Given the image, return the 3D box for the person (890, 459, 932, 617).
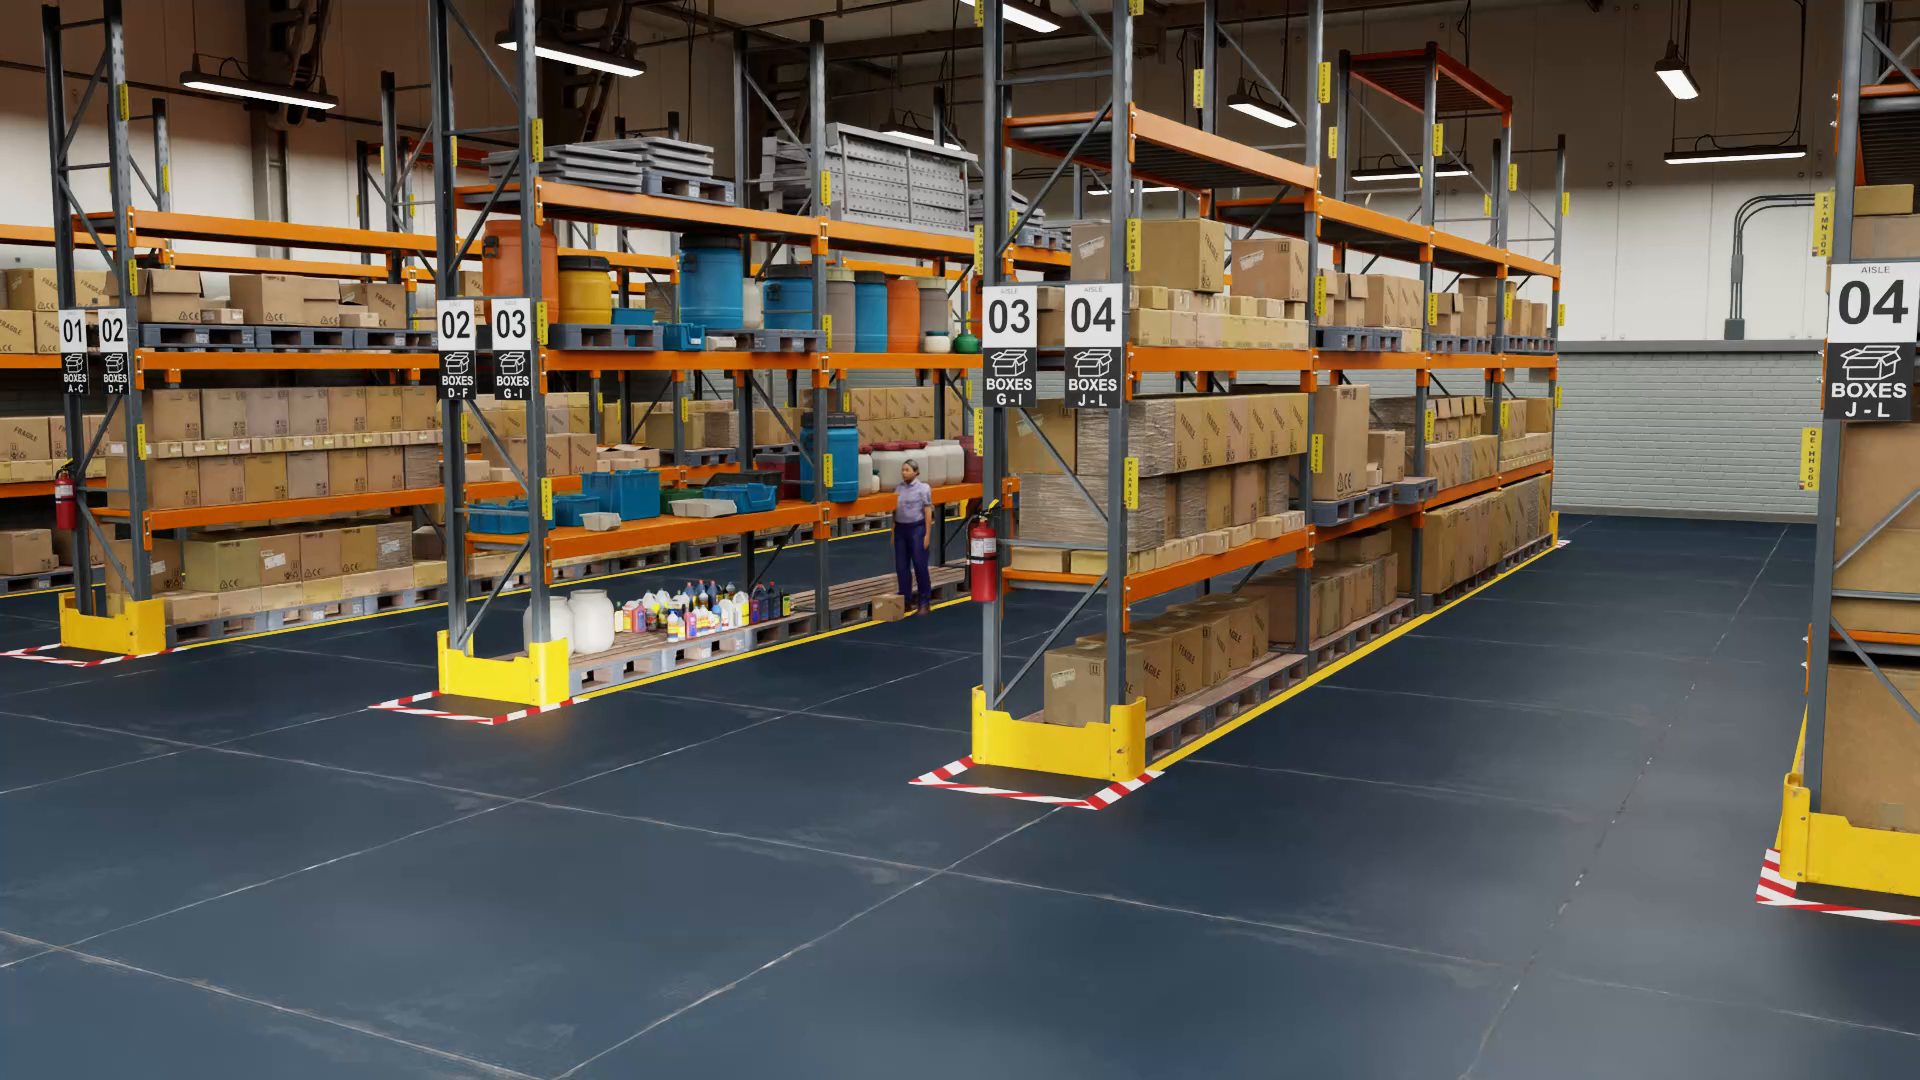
[{"bbox_3d":[-0.545,-0.022,17.924,0.516,1.693,0.386,4,7,35],"label":"person"}]
